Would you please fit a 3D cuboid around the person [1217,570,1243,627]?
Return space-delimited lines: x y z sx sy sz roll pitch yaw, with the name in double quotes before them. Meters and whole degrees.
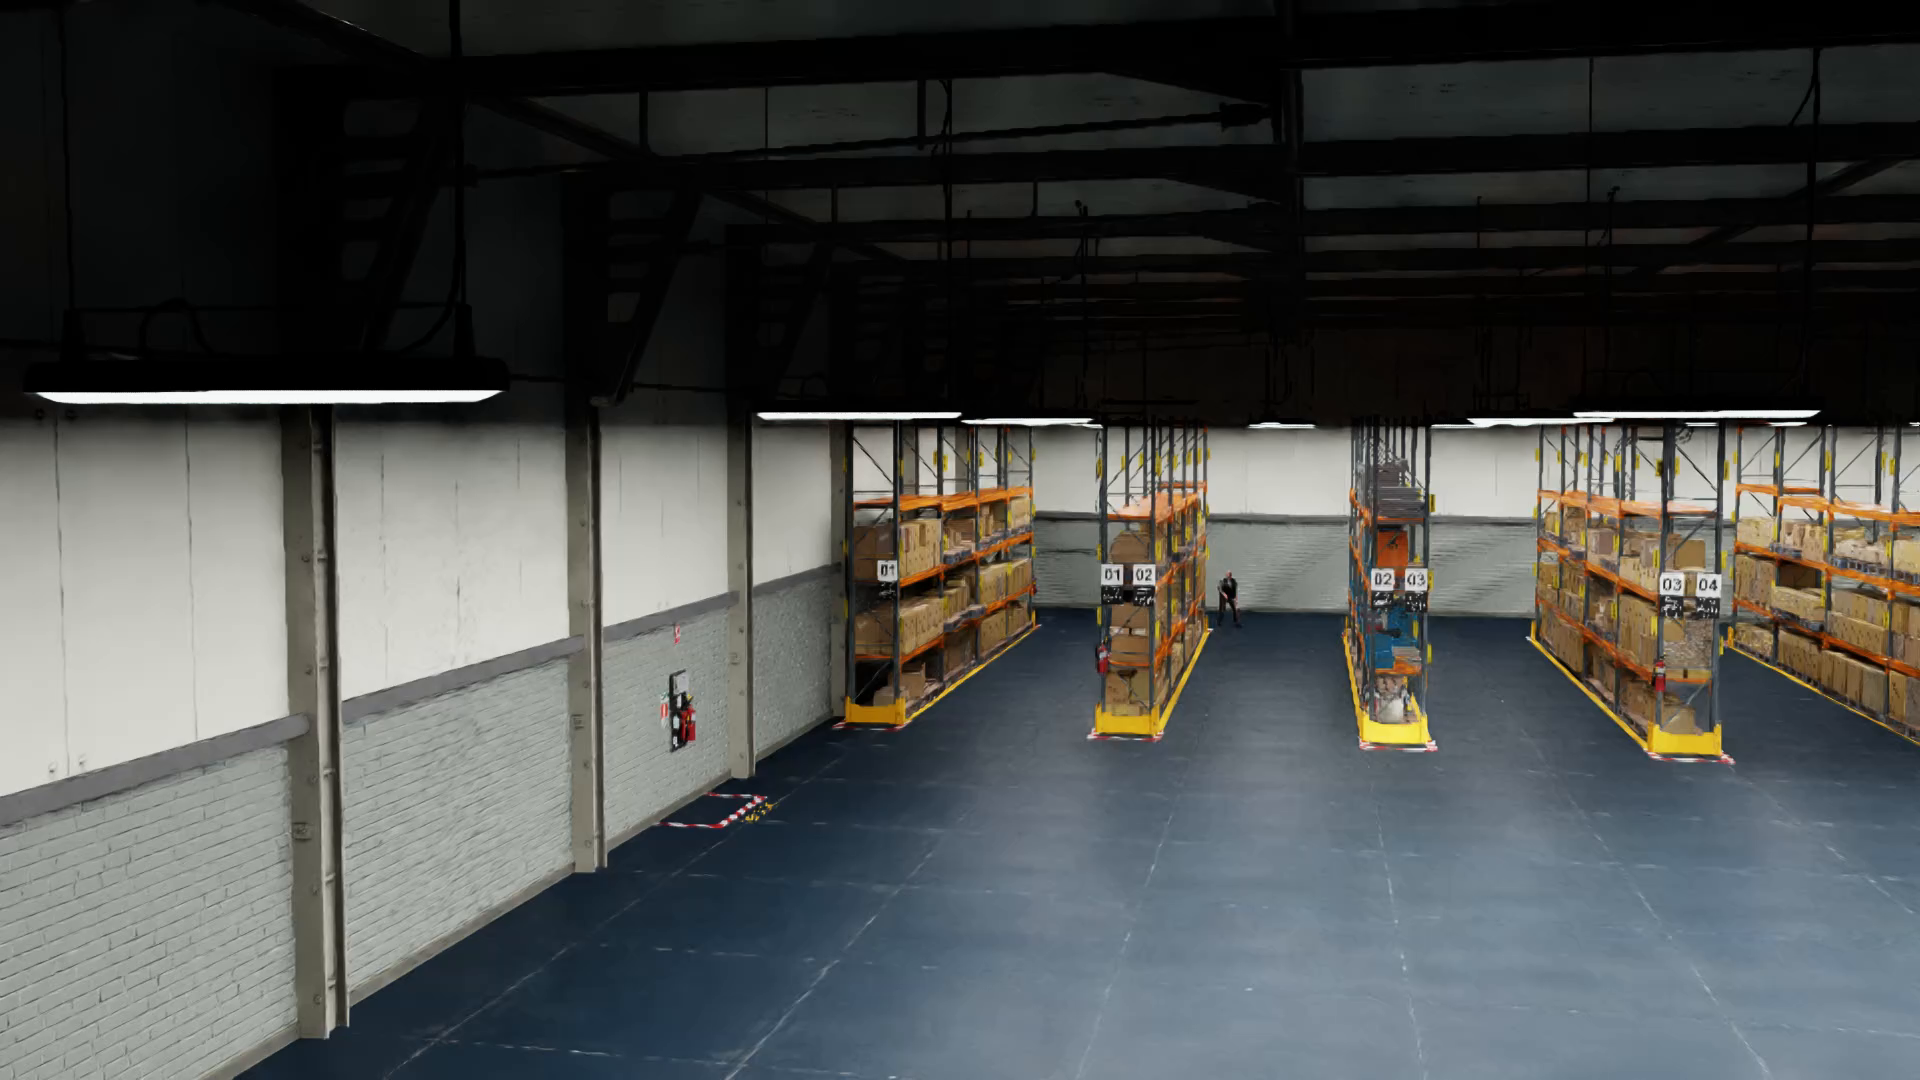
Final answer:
"person" 7.772 1.682 48.165 0.686 1.655 0.832 0 4 -7

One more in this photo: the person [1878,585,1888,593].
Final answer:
"person" 25.203 1.883 45.308 0.591 1.661 0.491 -2 4 -30
